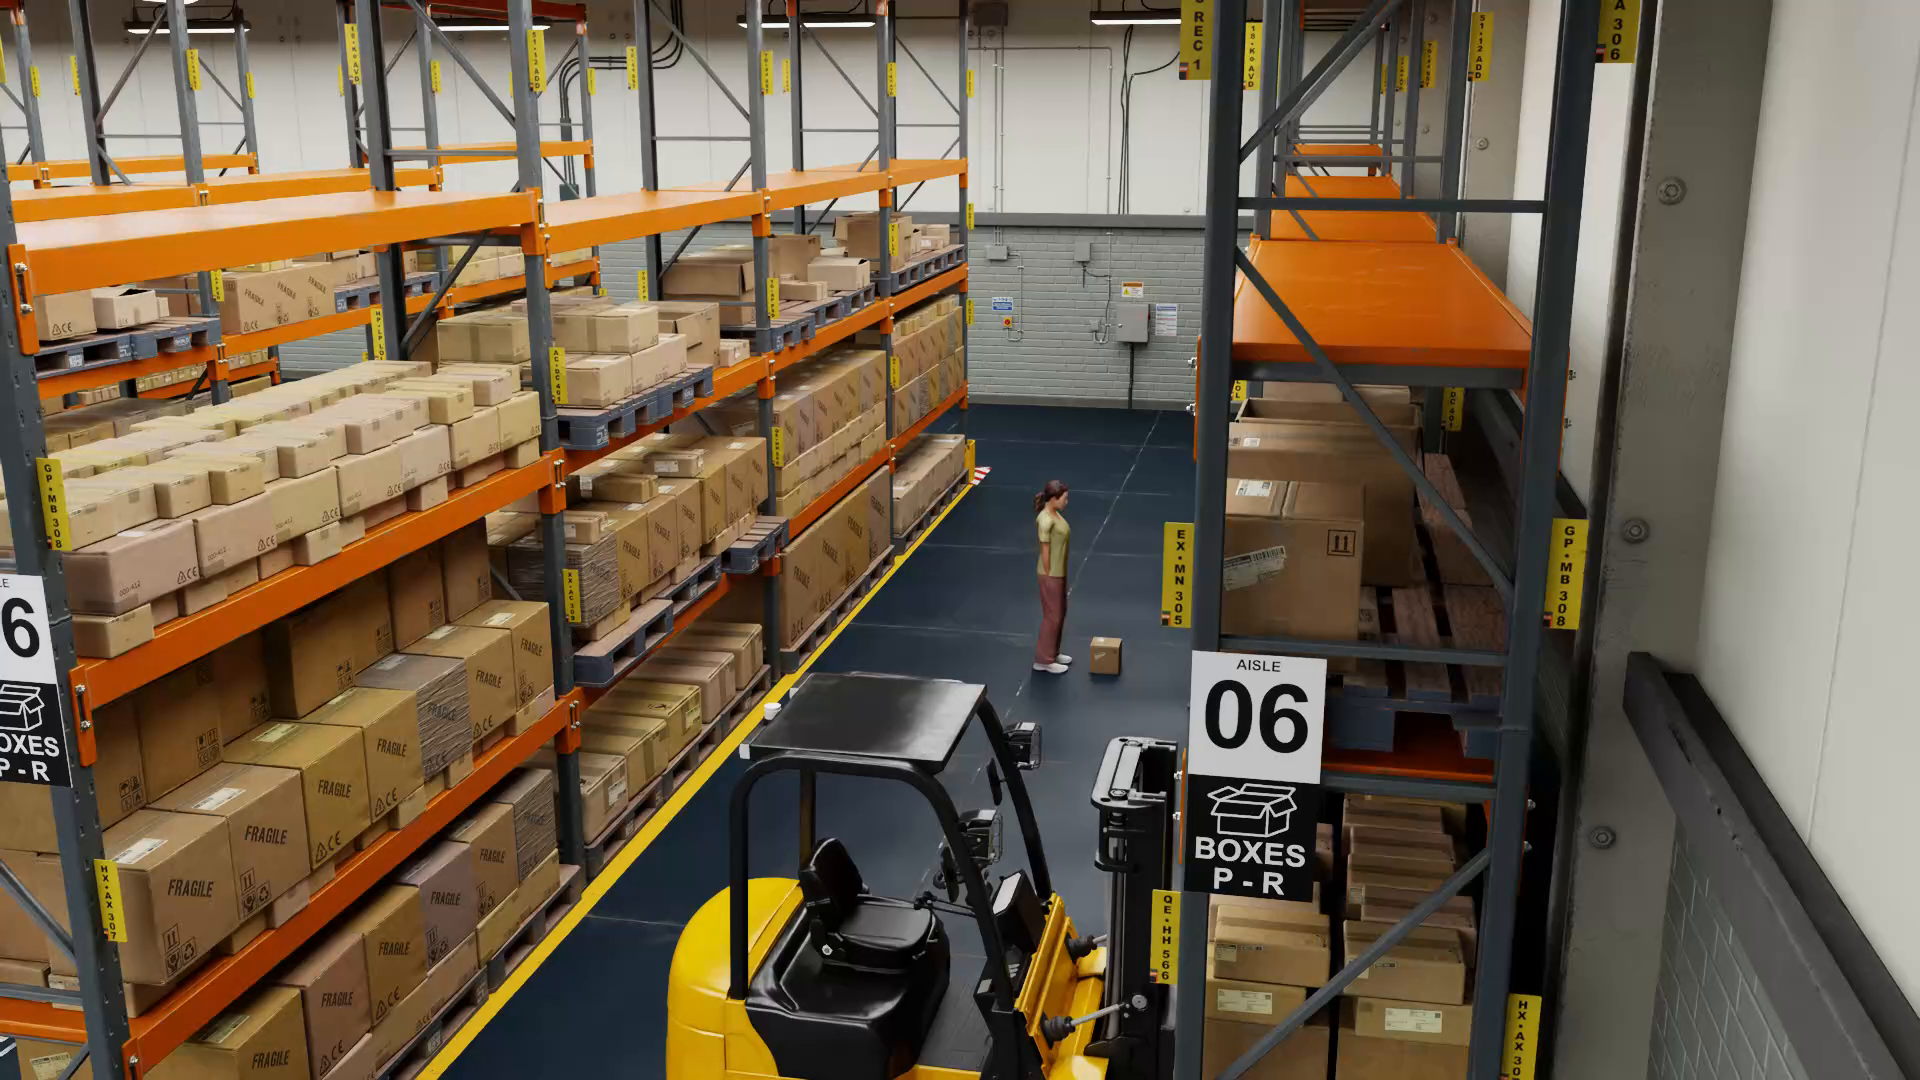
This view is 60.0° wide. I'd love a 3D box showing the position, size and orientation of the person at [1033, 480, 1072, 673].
[{"bbox_3d":[0.795,0.295,14.413,0.363,1.672,0.446,3,15,12],"label":"person"}]
